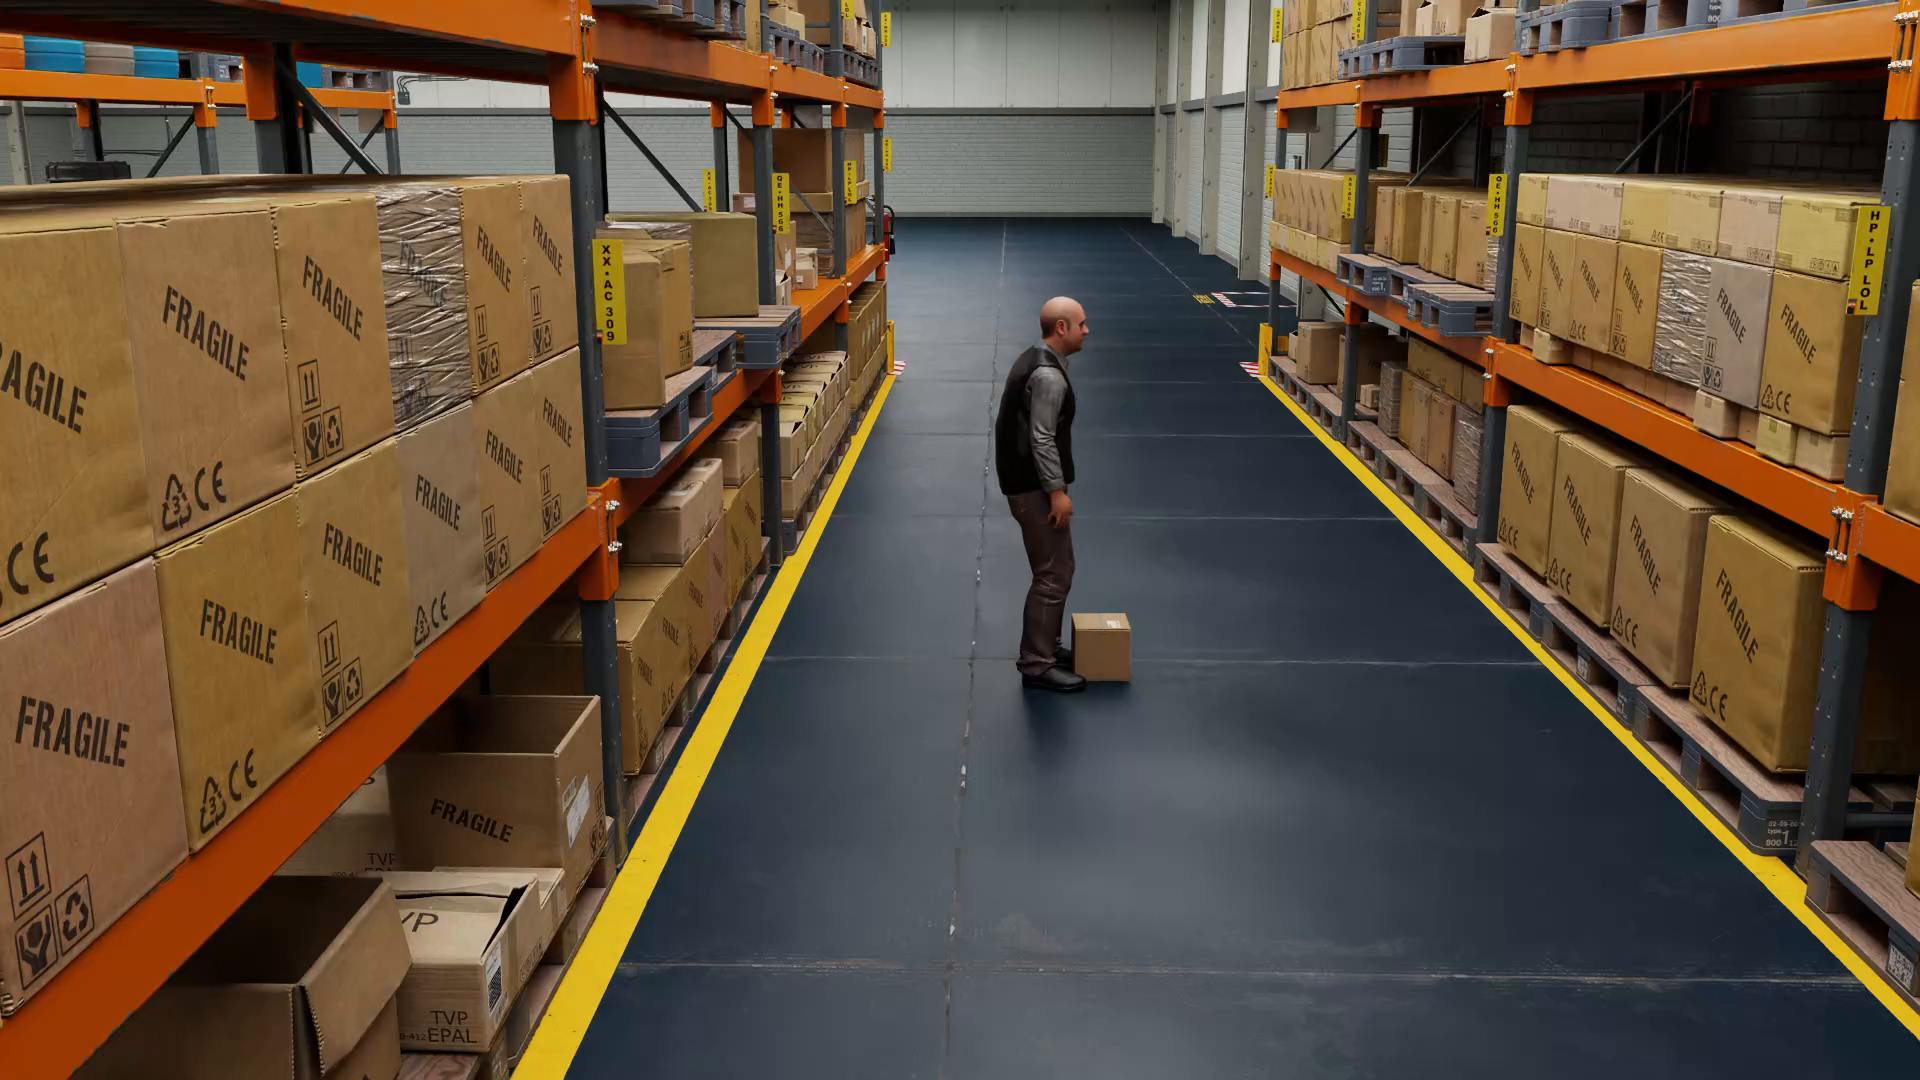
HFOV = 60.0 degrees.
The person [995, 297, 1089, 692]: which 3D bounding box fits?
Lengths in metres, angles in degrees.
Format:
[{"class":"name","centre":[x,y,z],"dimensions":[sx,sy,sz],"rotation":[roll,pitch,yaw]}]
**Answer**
[{"class":"person","centre":[0.388,-0.222,7.450],"dimensions":[0.461,1.721,0.581],"rotation":[0,14,1]}]
